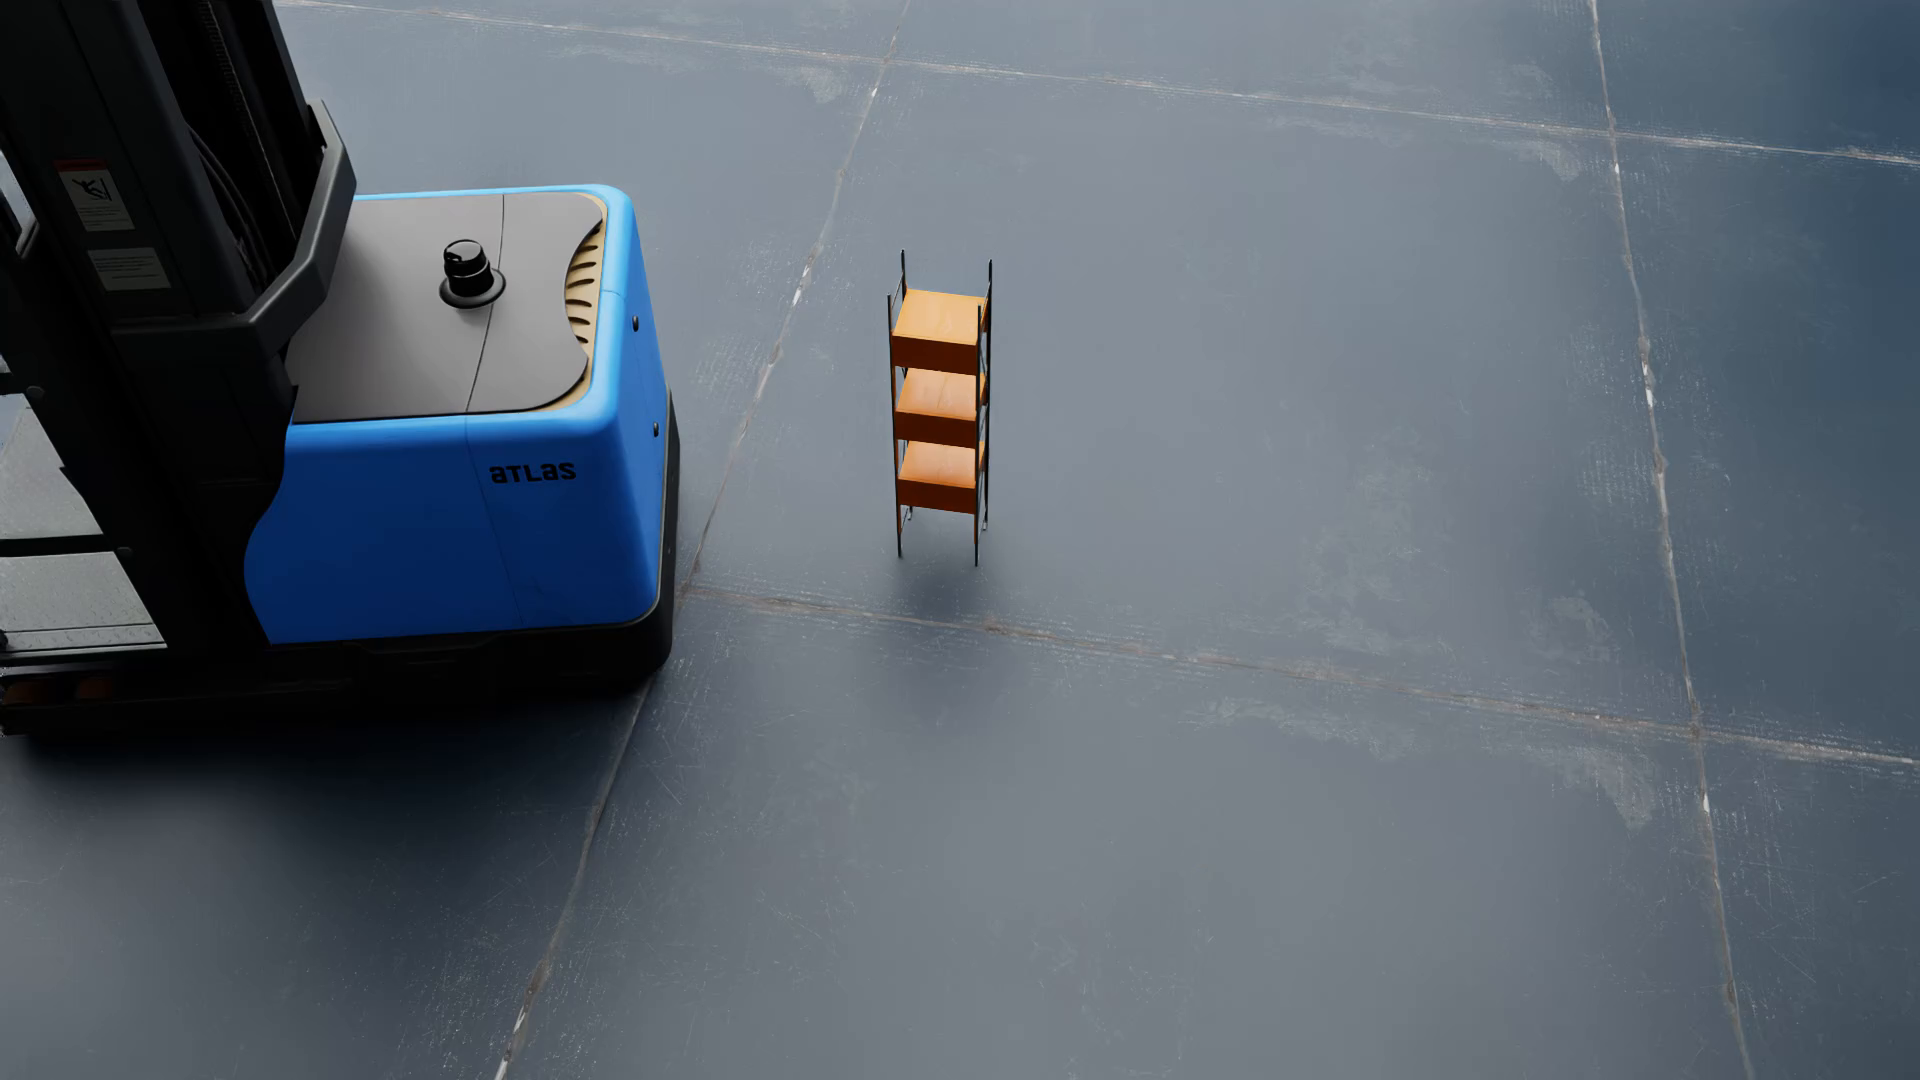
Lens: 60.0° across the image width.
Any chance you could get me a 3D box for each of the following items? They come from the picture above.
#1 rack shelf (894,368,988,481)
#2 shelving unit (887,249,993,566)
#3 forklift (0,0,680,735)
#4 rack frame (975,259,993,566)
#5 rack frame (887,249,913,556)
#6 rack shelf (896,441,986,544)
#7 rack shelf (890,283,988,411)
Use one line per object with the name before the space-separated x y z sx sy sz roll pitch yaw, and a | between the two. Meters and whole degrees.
rack shelf | -0.053 -0.351 4.874 0.240 0.259 0.215 8 49 7
shelving unit | -0.053 -0.358 4.866 0.252 1.050 0.215 8 49 7
forklift | -2.389 -0.836 4.031 3.031 2.935 1.130 -3 48 -3
rack frame | 0.067 -0.342 4.851 0.008 1.050 0.200 8 49 7
rack frame | -0.173 -0.374 4.880 0.008 1.050 0.200 8 49 7
rack shelf | -0.053 -0.165 5.080 0.240 0.259 0.215 8 49 7
rack shelf | -0.053 -0.541 4.663 0.240 0.259 0.215 8 49 7
